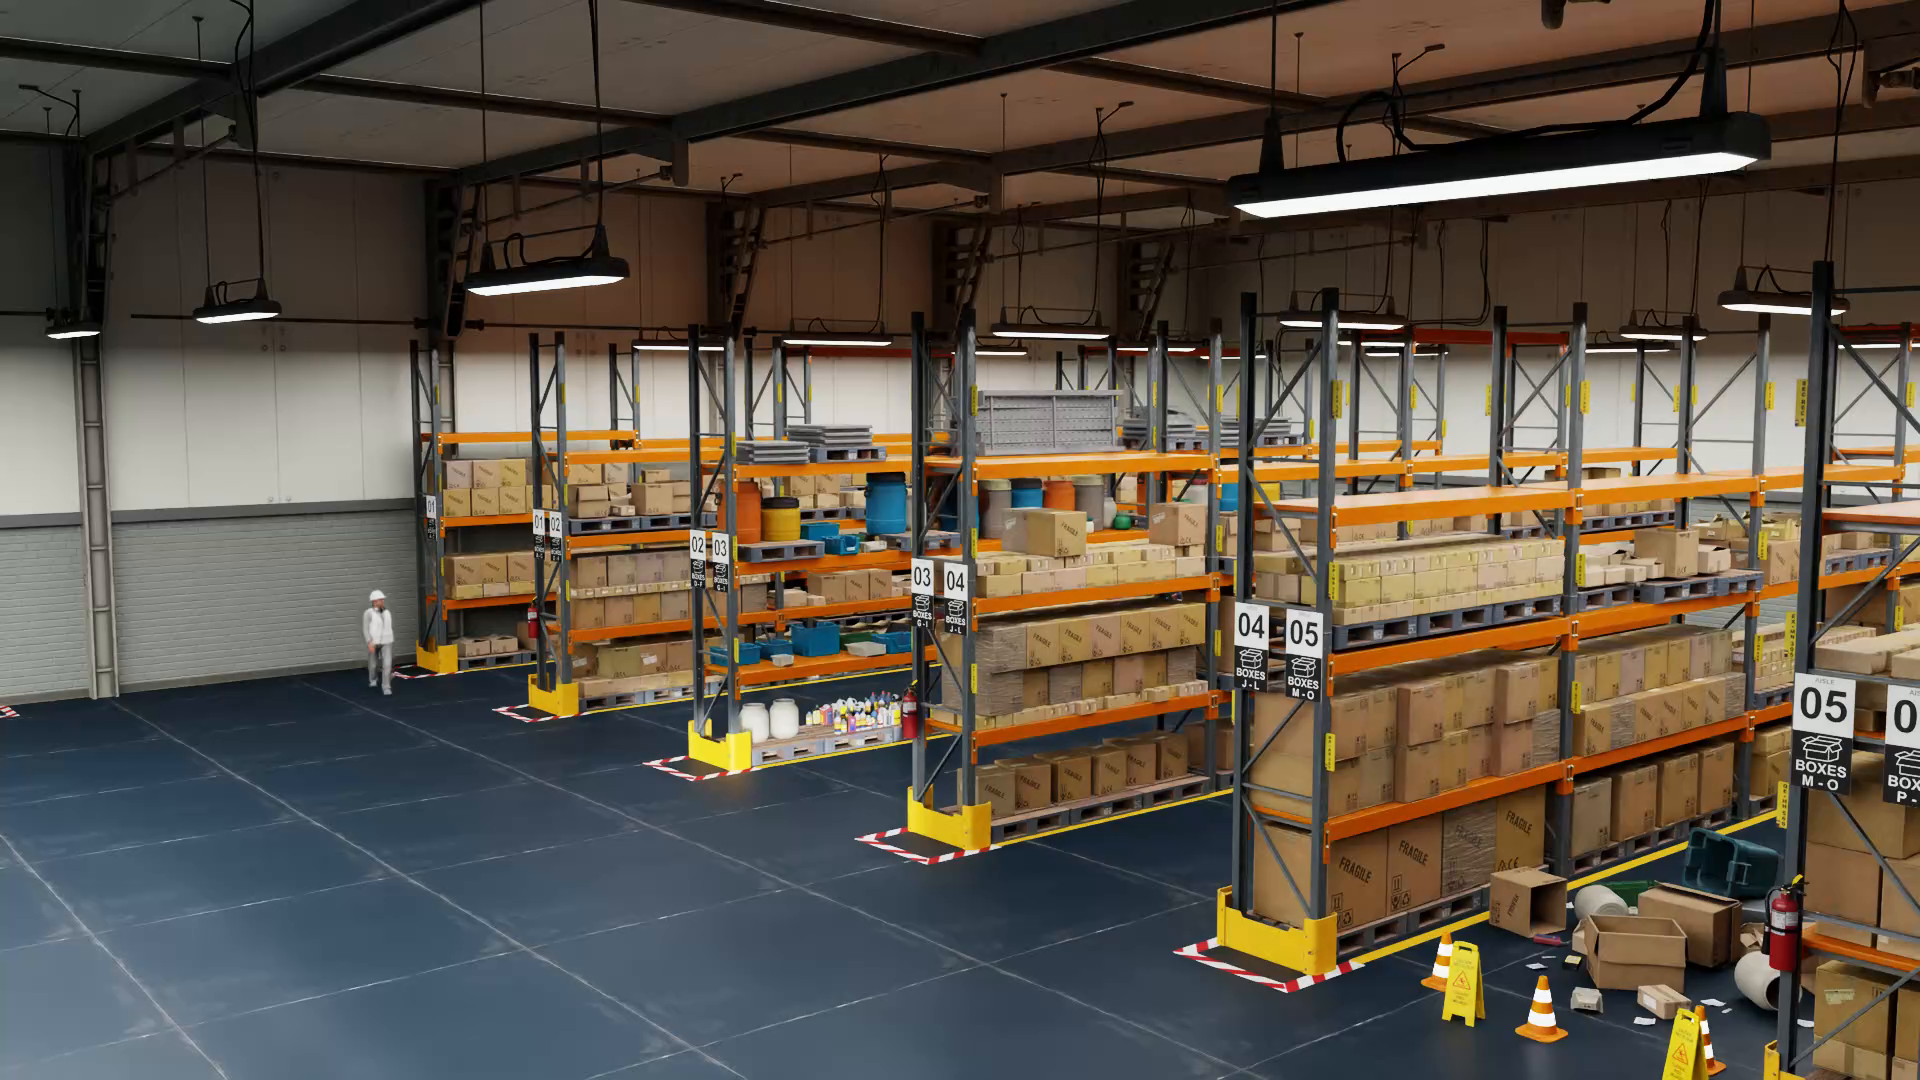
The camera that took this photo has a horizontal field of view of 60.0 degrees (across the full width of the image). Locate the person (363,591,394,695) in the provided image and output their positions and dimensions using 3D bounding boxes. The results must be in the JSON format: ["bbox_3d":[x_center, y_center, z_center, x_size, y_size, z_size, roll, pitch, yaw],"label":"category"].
[{"bbox_3d":[-9.789,1.722,27.986,0.489,1.738,0.967,-2,6,-22],"label":"person"}]
